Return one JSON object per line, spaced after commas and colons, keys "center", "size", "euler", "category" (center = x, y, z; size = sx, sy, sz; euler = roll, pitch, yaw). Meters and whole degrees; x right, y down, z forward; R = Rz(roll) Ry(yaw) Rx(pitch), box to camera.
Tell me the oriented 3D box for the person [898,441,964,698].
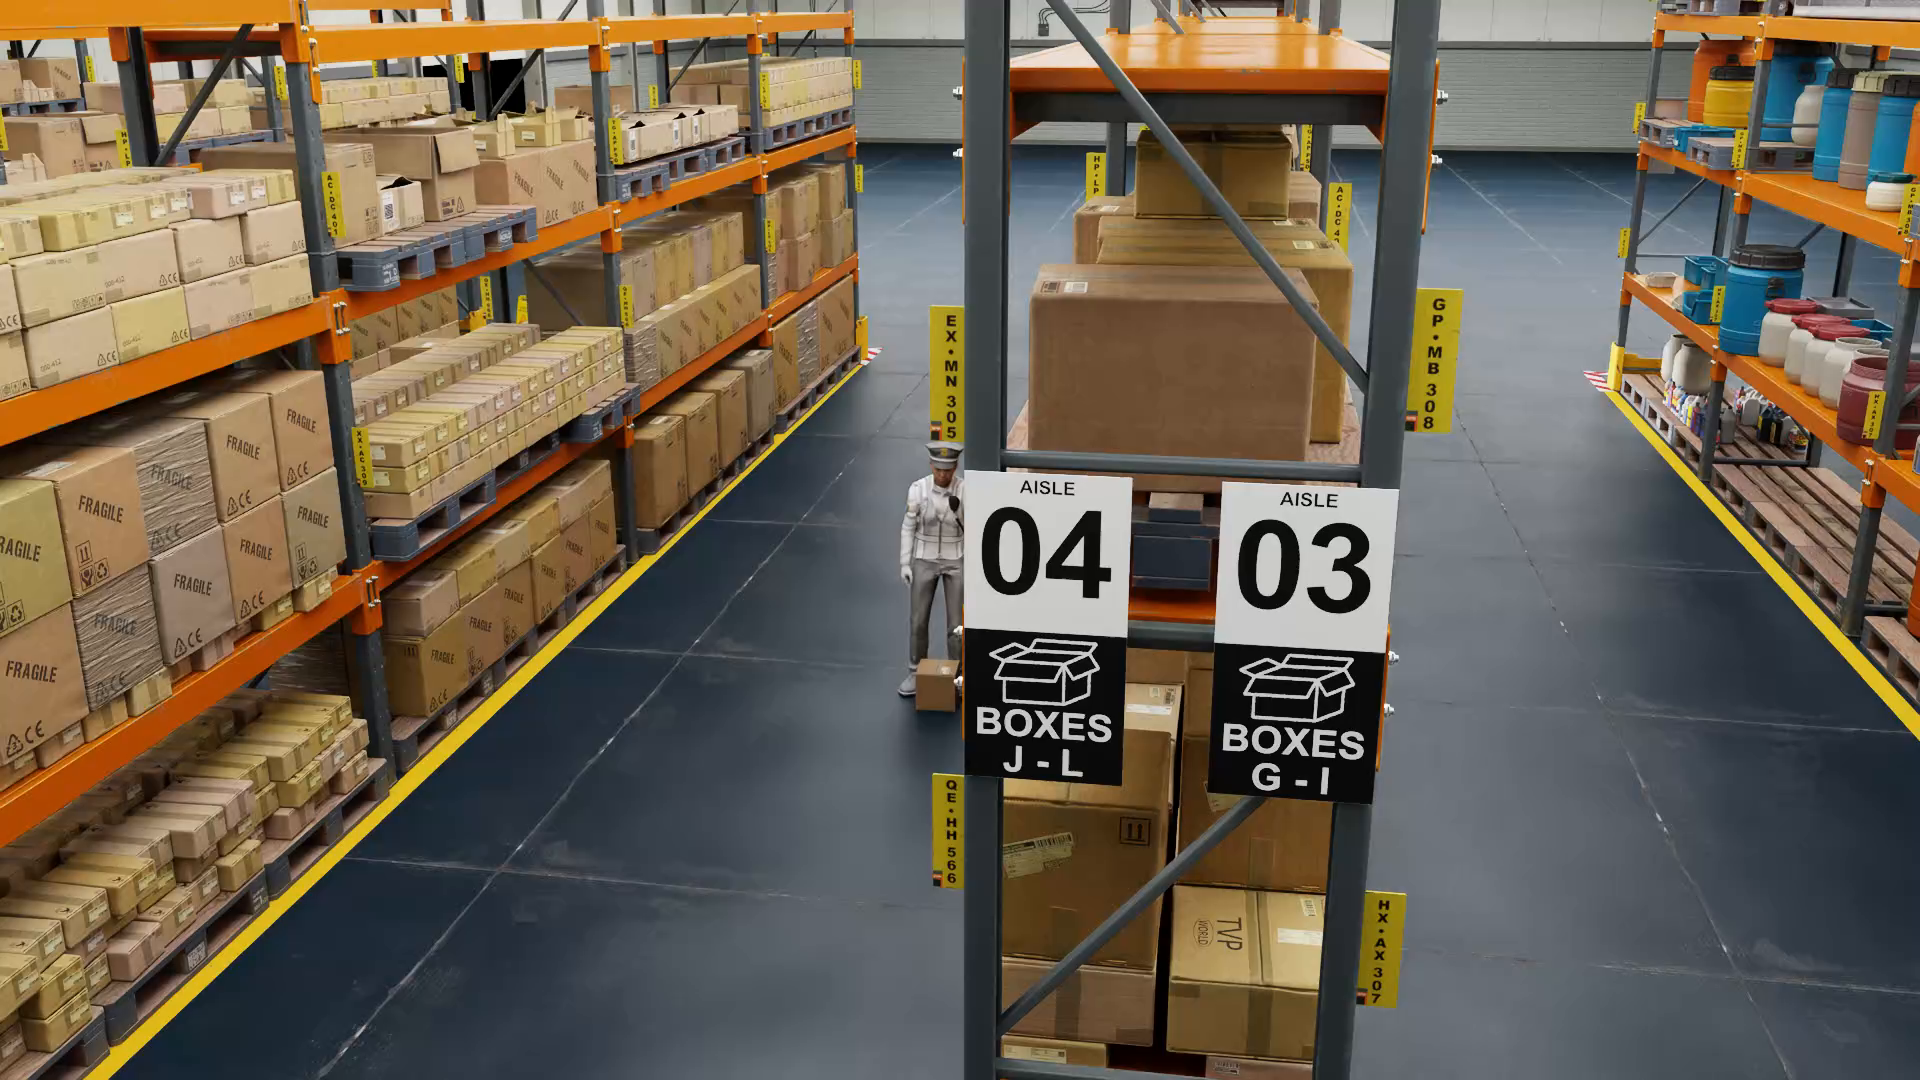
{"center": [-0.119, 0.172, 10.523], "size": [0.541, 1.662, 0.374], "euler": [1, 18, 4], "category": "person"}
